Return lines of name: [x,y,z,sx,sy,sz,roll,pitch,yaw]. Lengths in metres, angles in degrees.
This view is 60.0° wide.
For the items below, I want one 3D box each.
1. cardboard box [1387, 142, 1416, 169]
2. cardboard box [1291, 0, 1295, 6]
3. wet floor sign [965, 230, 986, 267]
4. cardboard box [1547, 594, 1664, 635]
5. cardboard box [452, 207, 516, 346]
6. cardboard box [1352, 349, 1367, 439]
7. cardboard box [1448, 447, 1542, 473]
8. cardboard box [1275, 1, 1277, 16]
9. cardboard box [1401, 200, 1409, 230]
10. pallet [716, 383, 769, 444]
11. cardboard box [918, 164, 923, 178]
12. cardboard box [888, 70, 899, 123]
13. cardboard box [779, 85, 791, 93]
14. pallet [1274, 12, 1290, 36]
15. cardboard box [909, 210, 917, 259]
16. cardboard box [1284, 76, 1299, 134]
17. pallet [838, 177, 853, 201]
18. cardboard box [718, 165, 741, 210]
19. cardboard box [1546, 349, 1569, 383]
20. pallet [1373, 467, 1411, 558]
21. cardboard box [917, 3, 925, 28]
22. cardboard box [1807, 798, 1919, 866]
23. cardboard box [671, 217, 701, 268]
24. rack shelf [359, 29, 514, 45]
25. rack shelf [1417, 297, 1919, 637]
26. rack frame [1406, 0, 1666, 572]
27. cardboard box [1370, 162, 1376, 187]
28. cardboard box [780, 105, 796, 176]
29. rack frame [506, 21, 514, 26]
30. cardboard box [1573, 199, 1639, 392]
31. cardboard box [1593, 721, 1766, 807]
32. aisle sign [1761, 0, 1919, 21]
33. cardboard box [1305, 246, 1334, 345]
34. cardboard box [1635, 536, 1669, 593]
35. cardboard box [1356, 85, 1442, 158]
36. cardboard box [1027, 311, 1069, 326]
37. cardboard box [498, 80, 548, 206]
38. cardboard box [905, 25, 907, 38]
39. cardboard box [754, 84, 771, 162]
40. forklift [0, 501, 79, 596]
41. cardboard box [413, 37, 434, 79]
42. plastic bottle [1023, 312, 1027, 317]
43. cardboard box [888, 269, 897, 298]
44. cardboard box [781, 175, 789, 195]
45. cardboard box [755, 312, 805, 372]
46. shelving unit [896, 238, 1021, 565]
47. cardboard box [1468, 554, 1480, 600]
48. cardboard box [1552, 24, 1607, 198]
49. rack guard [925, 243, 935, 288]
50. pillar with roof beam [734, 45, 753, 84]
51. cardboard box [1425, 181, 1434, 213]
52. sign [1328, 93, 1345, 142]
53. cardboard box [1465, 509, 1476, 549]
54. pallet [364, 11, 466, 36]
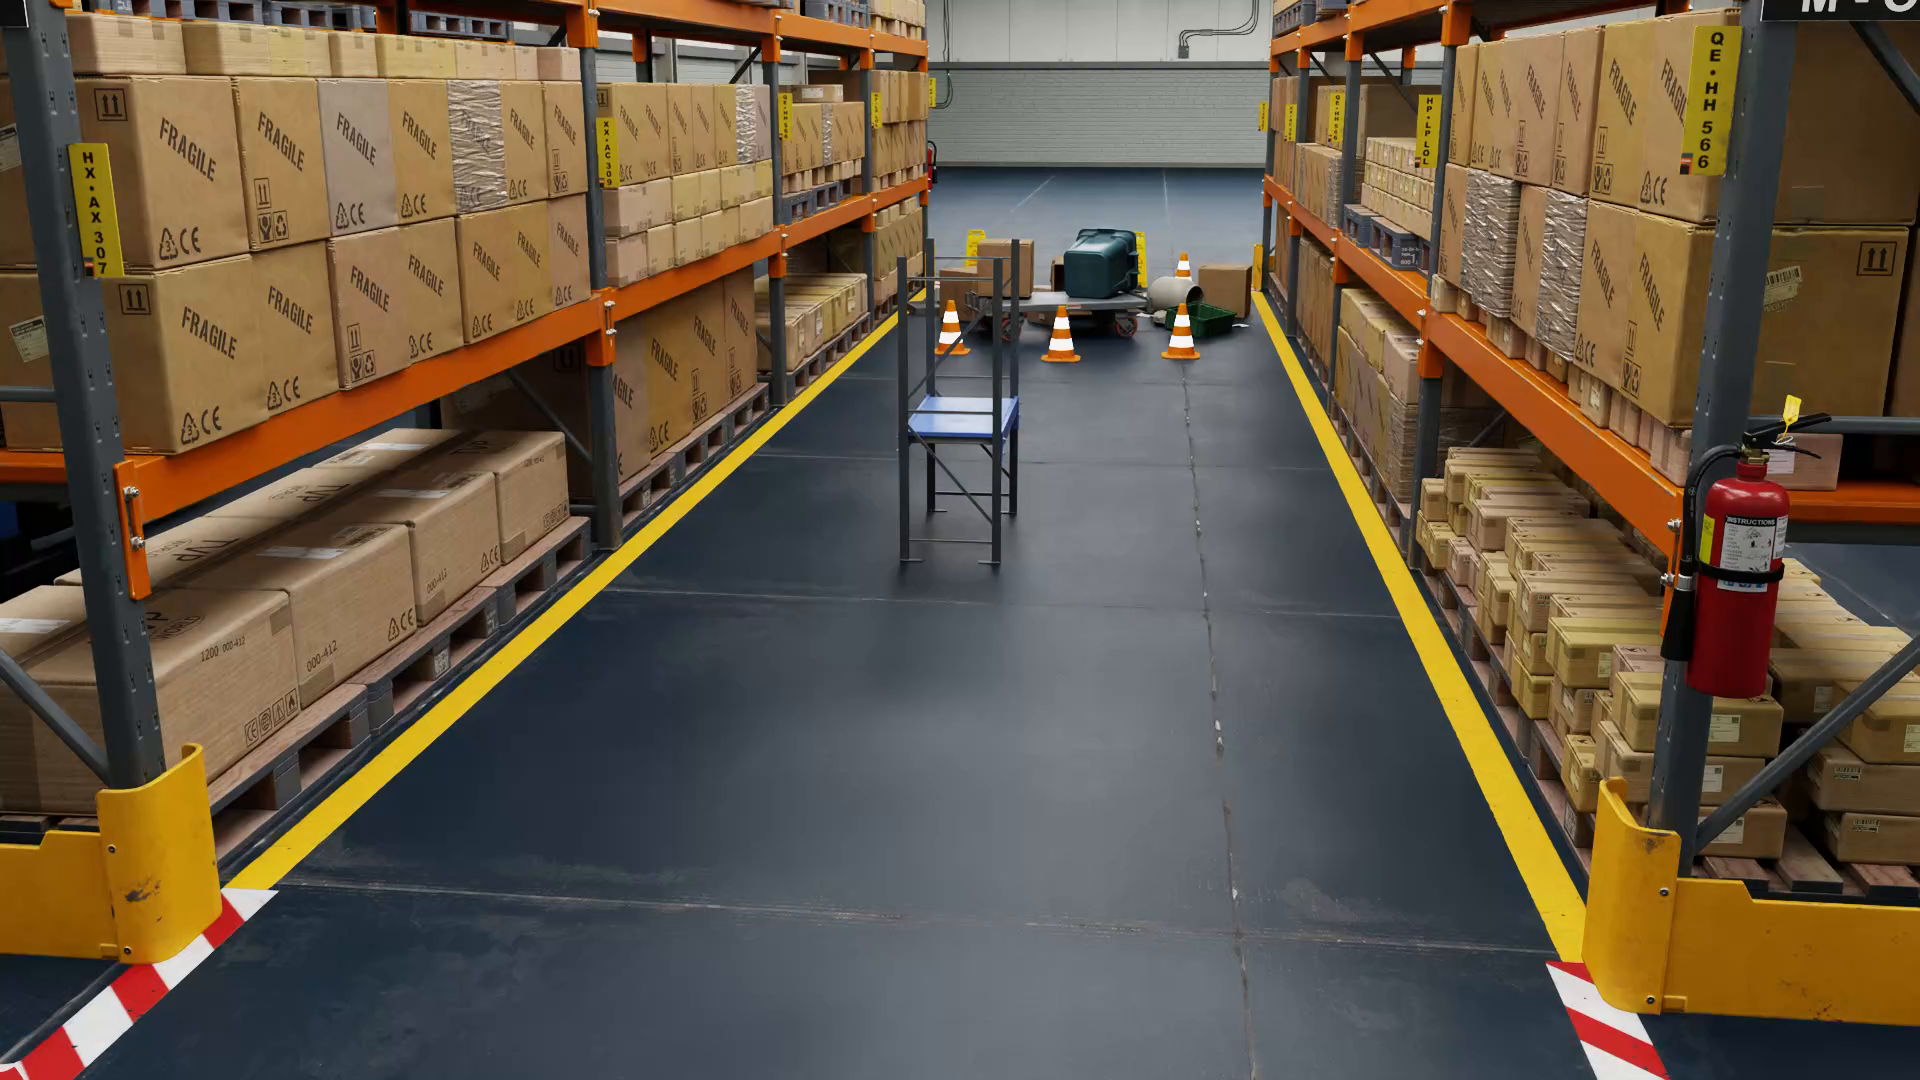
cardboard box: [2.781,-2.314,10.009,0.380,0.149,0.250,2,15,9]
cardboard box: [3.404,-5.249,16.067,0.380,0.149,0.250,2,15,6]
wet floor sign: [0.202,-3.407,20.026,0.267,0.644,0.232,7,17,25]
cardboard box: [2.130,0.285,5.377,0.380,0.149,0.250,1,15,4]
cardboard box: [-2.130,-1.069,6.679,0.500,0.500,0.500,1,15,5]
cardboard box: [2.704,-0.888,10.183,0.500,0.500,0.500,1,15,5]
cardboard box: [2.448,-0.324,7.632,0.380,0.149,0.250,2,15,9]
cardboard box: [3.662,-5.838,18.246,0.380,0.149,0.250,2,15,7]
cardboard box: [2.685,-1.822,9.331,0.380,0.149,0.250,2,15,9]
pallet: [-1.950,-0.903,11.596,1.003,0.211,1.213,2,15,6]
cardboard box: [-0.631,-4.232,19.049,0.380,0.149,0.250,2,15,6]
cardboard box: [-0.990,-4.402,16.520,0.700,0.500,0.500,2,15,7]
cardboard box: [-1.739,-4.084,15.212,0.380,0.149,0.250,2,15,6]
pallet: [3.973,-5.619,18.118,1.003,0.211,1.213,2,15,6]
cardboard box: [-0.770,-3.412,18.561,0.500,0.500,0.500,2,15,8]
cardboard box: [3.618,-4.203,16.104,0.875,0.550,0.550,2,15,6]
pallet: [-1.565,-3.202,15.124,1.003,0.211,1.213,2,15,6]
cardboard box: [-1.680,-2.220,10.456,0.500,0.250,0.500,1,15,5]
cardboard box: [2.244,-0.629,5.722,0.380,0.149,0.250,2,15,7]
pallet: [2.779,-0.150,8.812,1.003,0.211,1.213,2,15,6]
cardboard box: [-0.673,-5.904,18.722,0.500,0.250,0.500,2,15,6]
cardboard box: [2.619,0.791,4.649,0.380,0.149,0.250,2,15,7]
cardboard box: [-1.795,-1.714,9.542,0.500,0.250,0.500,2,15,6]
rack shelf: [-6.041,-5.253,17.974,1.077,0.370,4.000,2,15,6]
rack shelf: [2.467,-0.428,5.876,1.077,0.370,4.000,2,15,6]
rack frame: [2.693,-1.294,7.701,1.000,3.000,0.127,2,15,6]
cardboard box: [2.862,-2.367,10.774,0.380,0.149,0.250,2,15,9]
cardboard box: [-1.505,-2.955,12.279,0.500,0.500,0.500,1,15,5]
rack frame: [-5.815,-7.567,19.407,1.000,3.000,0.127,2,15,6]
cardboard box: [2.100,-0.706,4.765,0.500,0.500,0.500,1,15,5]
cardboard box: [2.017,0.628,4.680,0.380,0.149,0.250,1,15,5]
aisle sign: [1.935,-1.501,3.487,0.394,0.787,0.004,2,15,6]
cardboard box: [3.502,-2.072,14.083,1.050,0.750,0.750,2,15,6]
cardboard box: [2.700,0.094,6.085,0.380,0.149,0.250,2,15,6]
cardboard box: [3.205,-2.978,11.823,0.700,0.500,0.500,2,15,6]
cardboard box: [0.890,-2.317,16.721,0.258,0.266,0.396,-10,18,-32]
cardboard box: [-2.081,-1.683,7.031,0.500,0.500,0.500,1,15,5]
cardboard box: [-0.780,-5.489,17.948,0.380,0.149,0.250,2,15,6]
cardboard box: [-1.584,-2.840,11.312,0.500,0.500,0.500,1,15,5]
forklift: [-4.759,-1.281,7.784,1.130,2.935,3.031,2,15,6]
cardboard box: [-2.175,-1.774,6.128,0.380,0.149,0.250,2,15,6]
plastic bottle: [0.675,-2.349,17.233,0.133,0.061,0.283,4,16,16]
cardboard box: [-0.950,-2.648,17.170,0.500,0.250,0.500,3,15,9]
cardboard box: [-1.499,-2.684,12.516,0.380,0.149,0.250,1,15,3]
cardboard box: [-1.712,-1.531,12.809,0.950,0.372,0.625,1,15,2]
shelving unit: [0.010,-0.746,8.548,0.538,1.500,1.048,2,15,6]
cardboard box: [2.347,0.167,6.955,0.380,0.149,0.250,1,15,5]
cardboard box: [2.153,-1.324,5.133,0.500,0.500,0.500,2,15,9]
rack guard: [-0.892,-3.299,19.906,1.175,0.500,0.348,2,15,6]
pillar with roof beam: [-0.481,-11.955,35.633,9.100,9.000,0.400,2,15,6]
cardboard box: [2.601,-1.761,8.533,0.380,0.149,0.250,2,15,9]
sign: [2.592,-2.906,11.443,0.100,0.325,0.005,2,15,6]
cardboard box: [2.403,-0.047,7.176,0.380,0.149,0.250,2,15,6]
pallet: [-6.056,-5.576,17.961,1.003,0.211,1.213,2,15,6]
